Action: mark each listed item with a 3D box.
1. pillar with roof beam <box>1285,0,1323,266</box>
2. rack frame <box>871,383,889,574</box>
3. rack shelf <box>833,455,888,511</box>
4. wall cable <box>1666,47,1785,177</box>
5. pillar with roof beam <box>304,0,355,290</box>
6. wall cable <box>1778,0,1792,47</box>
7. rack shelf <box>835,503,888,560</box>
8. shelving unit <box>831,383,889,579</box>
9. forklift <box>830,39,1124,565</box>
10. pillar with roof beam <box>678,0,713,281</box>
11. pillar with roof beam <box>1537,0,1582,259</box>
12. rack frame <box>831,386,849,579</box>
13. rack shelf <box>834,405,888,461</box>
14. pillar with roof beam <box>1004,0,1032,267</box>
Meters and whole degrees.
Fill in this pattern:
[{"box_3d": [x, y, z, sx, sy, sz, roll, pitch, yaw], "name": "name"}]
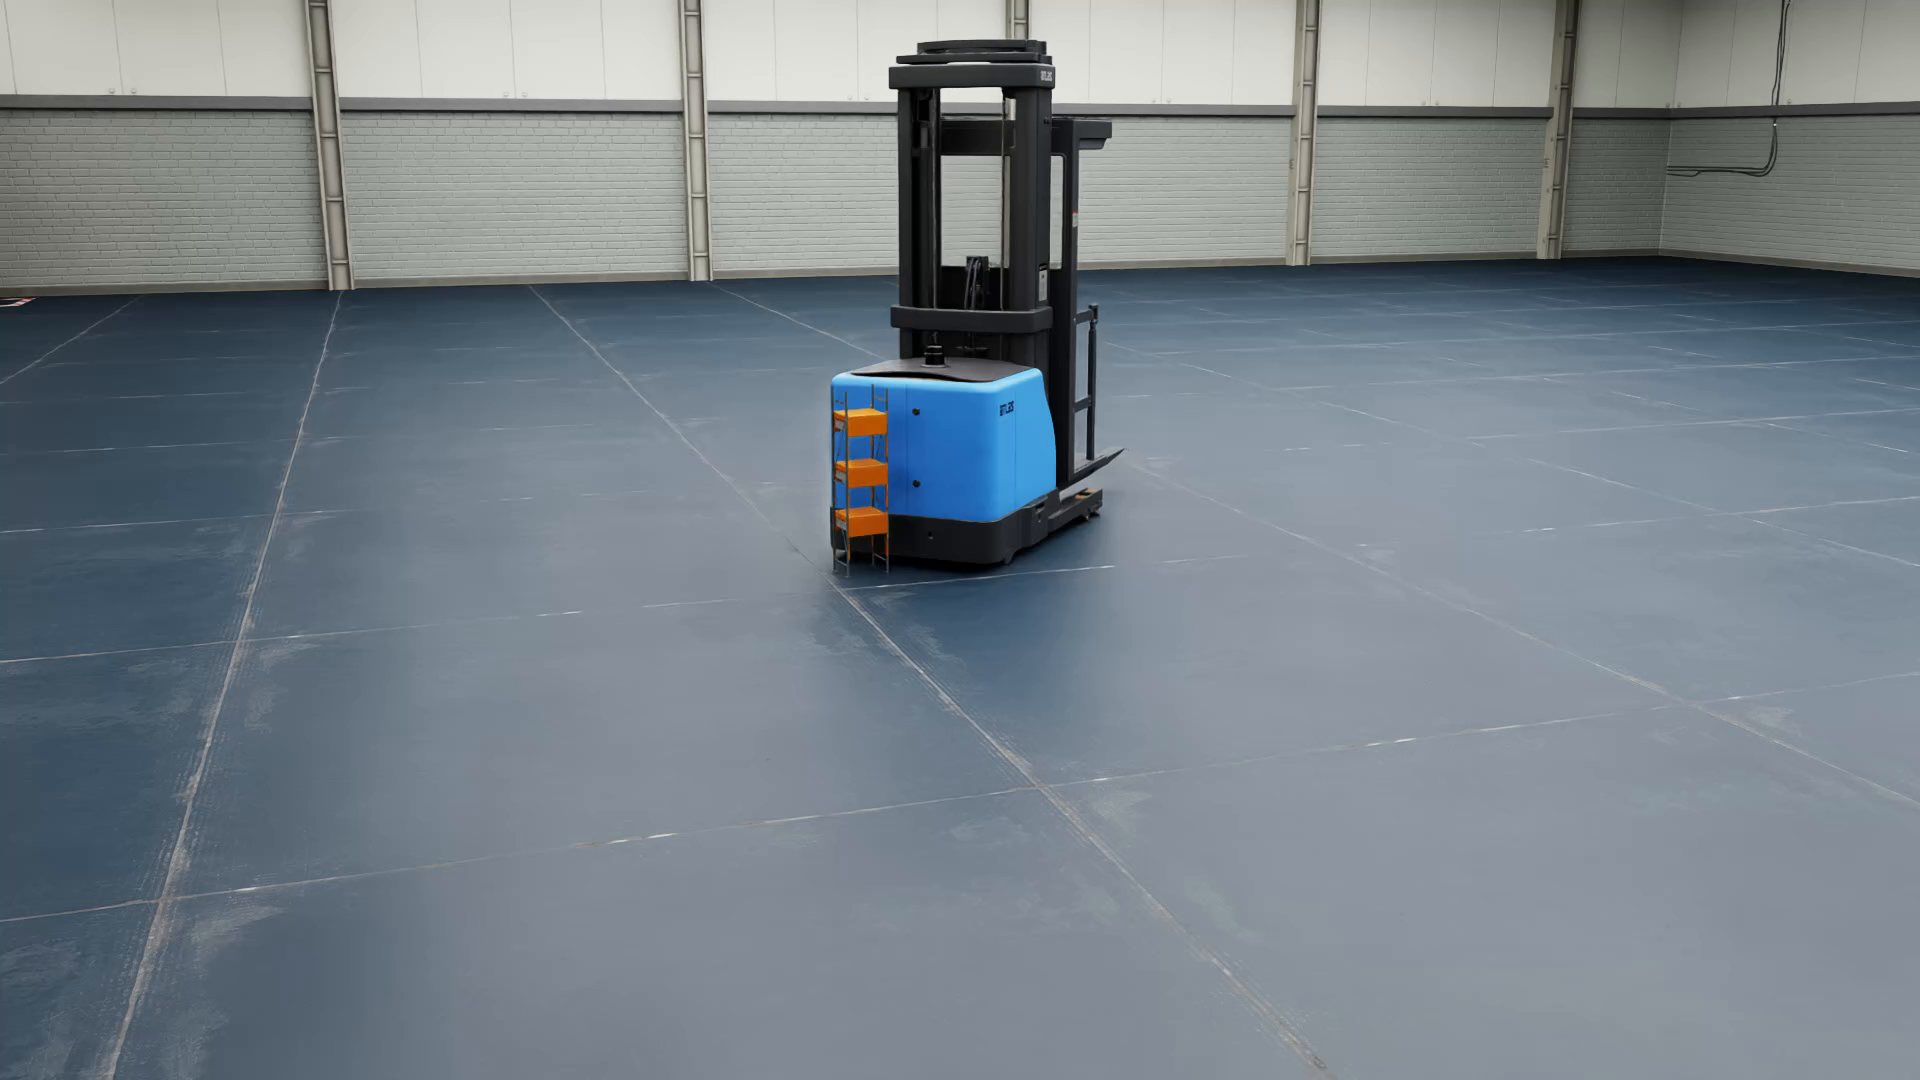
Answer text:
[{"box_3d": [8.131, -8.945, 28.303, 0.400, 9.000, 9.100, -4, 14, -18], "name": "pillar with roof beam"}, {"box_3d": [-0.447, -0.341, 9.301, 0.008, 1.050, 0.200, -7, 16, -27], "name": "rack frame"}, {"box_3d": [-0.555, -0.318, 9.248, 0.240, 0.259, 0.215, -7, 16, -27], "name": "rack shelf"}, {"box_3d": [15.658, -8.749, 34.189, 0.112, 2.526, 3.097, -4, 14, -18], "name": "wall cable"}, {"box_3d": [-8.929, -7.617, 22.718, 0.400, 9.000, 9.100, -4, 14, -18], "name": "pillar with roof beam"}, {"box_3d": [16.521, -10.613, 31.110, 0.112, 2.526, 3.097, -4, 14, -18], "name": "wall cable"}, {"box_3d": [-0.557, -0.048, 9.315, 0.240, 0.259, 0.215, -7, 16, -27], "name": "rack shelf"}, {"box_3d": [-0.555, -0.328, 9.245, 0.252, 1.050, 0.215, -7, 16, -27], "name": "shelving unit"}, {"box_3d": [0.287, -1.584, 10.469, 1.130, 2.935, 3.031, 6, 14, 22], "name": "forklift"}, {"box_3d": [-3.243, -8.060, 24.580, 0.400, 9.000, 9.100, -4, 14, -18], "name": "pillar with roof beam"}, {"box_3d": [13.817, -9.388, 30.165, 0.400, 9.000, 9.100, -4, 14, -18], "name": "pillar with roof beam"}, {"box_3d": [-0.662, -0.314, 9.189, 0.008, 1.050, 0.200, -7, 16, -27], "name": "rack frame"}, {"box_3d": [-0.553, -0.593, 9.178, 0.240, 0.259, 0.215, -7, 16, -27], "name": "rack shelf"}, {"box_3d": [2.444, -8.502, 26.442, 0.400, 9.000, 9.100, -4, 14, -18], "name": "pillar with roof beam"}]
